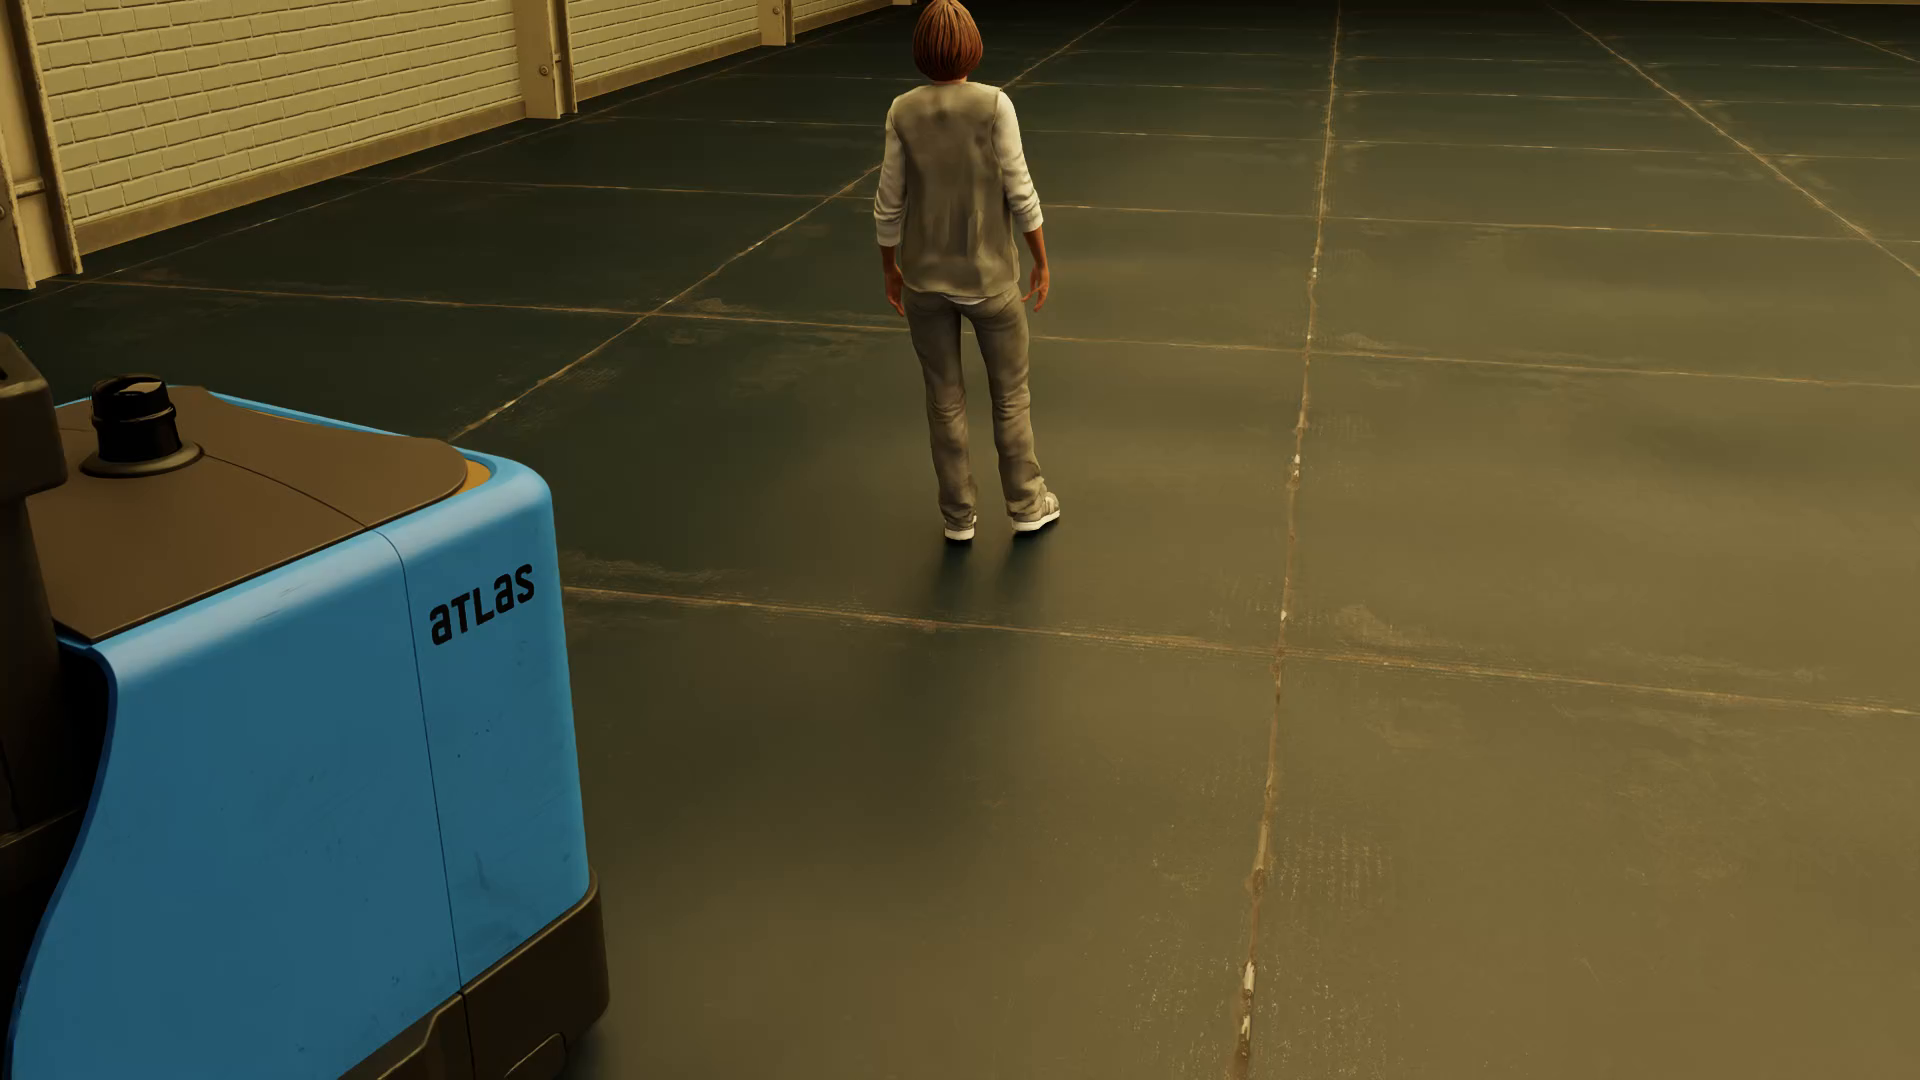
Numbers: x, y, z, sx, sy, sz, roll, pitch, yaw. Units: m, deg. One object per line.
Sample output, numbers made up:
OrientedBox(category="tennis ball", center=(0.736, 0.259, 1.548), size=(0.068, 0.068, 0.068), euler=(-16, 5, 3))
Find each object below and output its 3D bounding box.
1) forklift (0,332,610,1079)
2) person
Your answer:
OrientedBox(category="forklift", center=(-1.797, -0.089, 1.486), size=(1.130, 2.935, 3.031), euler=(12, 25, 28))
OrientedBox(category="person", center=(0.029, -0.772, 4.909), size=(0.521, 1.599, 0.473), euler=(5, 23, 11))
